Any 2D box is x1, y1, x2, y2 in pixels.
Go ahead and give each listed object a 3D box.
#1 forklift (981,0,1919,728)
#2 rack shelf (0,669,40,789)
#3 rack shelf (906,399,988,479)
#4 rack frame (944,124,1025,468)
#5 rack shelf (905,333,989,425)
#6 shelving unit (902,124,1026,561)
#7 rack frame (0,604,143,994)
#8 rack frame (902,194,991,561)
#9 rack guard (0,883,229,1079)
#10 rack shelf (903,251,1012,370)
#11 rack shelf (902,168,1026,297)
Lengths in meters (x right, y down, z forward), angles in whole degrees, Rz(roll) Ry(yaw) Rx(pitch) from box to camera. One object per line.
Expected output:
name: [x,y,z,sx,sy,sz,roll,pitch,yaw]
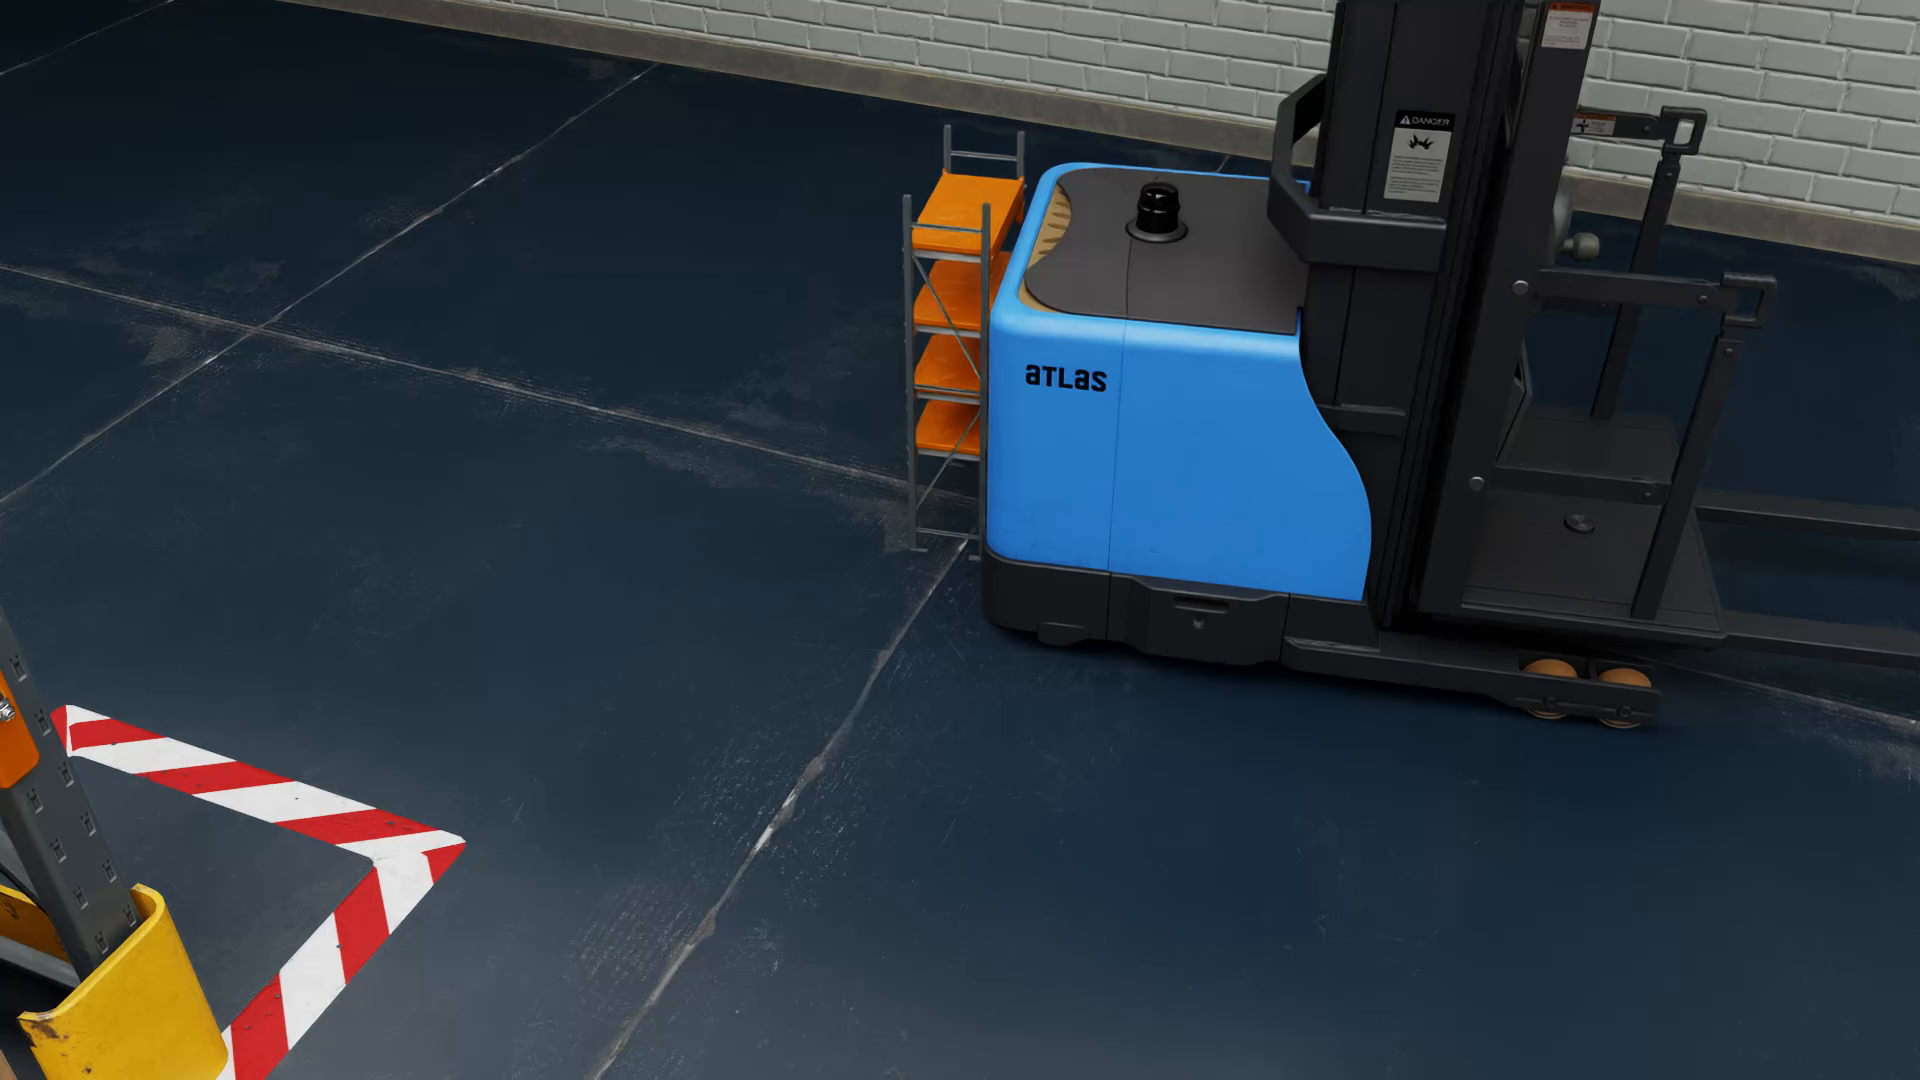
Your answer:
forklift: [1.632,-1.006,4.147,3.031,2.935,1.130,7,37,9]
rack shelf: [-2.947,1.255,1.666,1.077,0.370,4.000,14,39,18]
rack shelf: [0.017,-0.363,5.178,0.258,0.148,0.480,8,37,10]
rack frame: [0.071,-0.719,5.209,0.240,1.200,0.015,8,37,10]
rack shelf: [0.017,-0.522,5.059,0.258,0.148,0.480,8,37,10]
shelving unit: [0.017,-0.576,5.019,0.258,1.200,0.503,8,37,10]
rack frame: [-2.186,-0.141,2.933,1.000,3.000,0.127,14,39,18]
rack frame: [-0.037,-0.434,4.828,0.240,1.200,0.015,8,37,10]
rack guard: [-2.215,0.903,3.625,1.175,0.500,0.348,14,39,18]
rack shelf: [0.017,-0.701,4.925,0.258,0.148,0.480,8,37,10]
rack shelf: [0.017,-0.891,4.783,0.258,0.148,0.480,8,37,10]
